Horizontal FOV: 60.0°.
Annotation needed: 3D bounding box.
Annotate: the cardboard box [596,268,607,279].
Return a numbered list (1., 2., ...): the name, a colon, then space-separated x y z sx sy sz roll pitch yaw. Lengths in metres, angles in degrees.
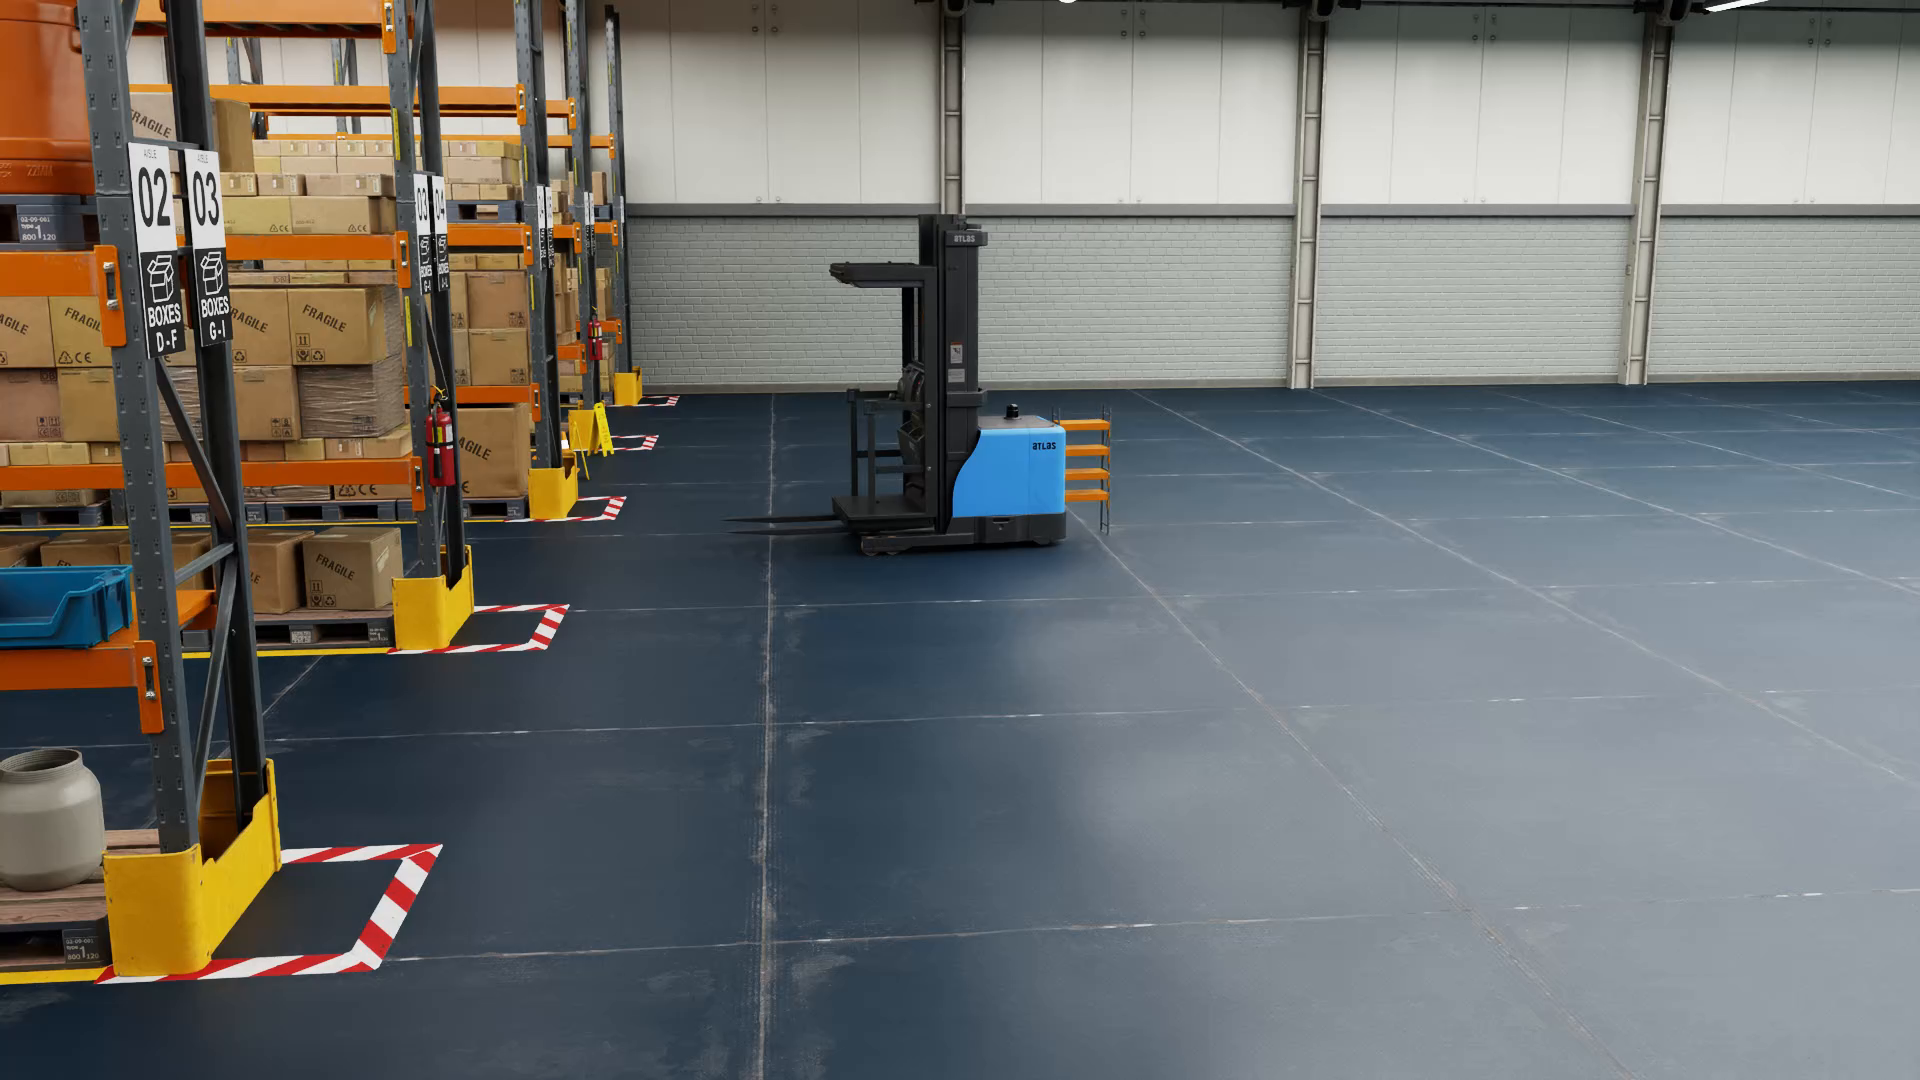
1. cardboard box: -5.637 -4.149 25.865 0.250 0.149 0.380 -1 11 -6

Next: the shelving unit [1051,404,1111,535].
1. shelving unit: 1.118 -0.644 15.416 0.503 1.200 0.258 -2 11 -12

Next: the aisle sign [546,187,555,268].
1. aisle sign: -4.090 -3.119 16.600 0.004 0.787 0.394 -1 11 -6

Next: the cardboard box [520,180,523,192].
1. cardboard box: -5.328 -4.410 20.712 0.250 0.149 0.380 -1 11 -5

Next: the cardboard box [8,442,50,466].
1. cardboard box: -6.184 -0.602 11.187 0.250 0.149 0.380 -1 11 -6

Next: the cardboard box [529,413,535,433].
1. cardboard box: -5.562 -1.519 21.242 0.500 0.250 0.500 -1 11 -6

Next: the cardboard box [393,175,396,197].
1. cardboard box: -3.992 -2.463 11.584 0.250 0.149 0.380 -1 11 -6

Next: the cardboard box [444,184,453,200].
1. cardboard box: -4.928 -3.305 15.815 0.250 0.149 0.380 -1 11 -5

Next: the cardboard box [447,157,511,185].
1. cardboard box: -4.585 -3.520 15.872 0.500 0.250 0.500 -1 11 -5

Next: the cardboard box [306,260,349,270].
1. cardboard box: -7.769 -3.308 20.677 0.500 0.500 0.700 -1 11 -6

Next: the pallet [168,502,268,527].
1. pallet: -7.341 -0.334 16.400 1.213 0.211 1.003 -1 11 -6

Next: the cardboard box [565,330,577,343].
1. cardboard box: -5.124 -2.641 21.558 0.250 0.149 0.380 -1 11 -6

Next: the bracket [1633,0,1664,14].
1. bracket: 11.428 -8.850 27.606 0.430 0.232 0.235 -1 11 -6

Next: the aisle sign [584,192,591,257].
1. aisle sign: -4.671 -3.953 20.841 0.004 0.787 0.394 -1 11 -6

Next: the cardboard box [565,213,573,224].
1. cardboard box: -5.128 -4.135 21.385 0.250 0.149 0.380 -1 11 -6

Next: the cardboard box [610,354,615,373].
1. cardboard box: -5.793 -2.816 26.539 0.500 0.250 0.500 -1 11 -5

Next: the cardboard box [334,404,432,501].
1. cardboard box: -5.670 -0.902 16.483 0.875 0.875 0.875 -1 11 -7

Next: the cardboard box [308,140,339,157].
1. cardboard box: -5.943 -3.675 15.630 0.250 0.149 0.380 -1 11 -6

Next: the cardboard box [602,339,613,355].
1. cardboard box: -5.801 -3.057 26.472 0.500 0.250 0.500 -1 11 -7

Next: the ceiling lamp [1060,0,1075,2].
1. ceiling lamp: 1.852 -8.894 22.032 0.800 3.185 2.000 -1 11 -6

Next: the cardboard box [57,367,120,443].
1. cardboard box: -5.727 -0.976 11.409 0.500 0.500 0.875 -1 11 -6

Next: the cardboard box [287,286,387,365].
1. cardboard box: -4.213 -1.458 11.267 0.500 0.500 0.500 -1 11 -6

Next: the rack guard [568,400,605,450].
1. rack guard: -4.839 -1.503 21.601 0.348 0.500 1.175 -1 11 -6

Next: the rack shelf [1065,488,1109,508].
1. rack shelf: 1.118 -0.383 15.467 0.480 0.148 0.258 -2 11 -12

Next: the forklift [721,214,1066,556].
1. forklift: -0.616 -1.412 14.836 3.031 2.935 1.130 -2 11 -12

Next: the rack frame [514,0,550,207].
1. rack frame: -4.128 -4.728 15.971 0.127 3.000 1.000 -1 11 -6

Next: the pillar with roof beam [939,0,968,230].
1. pillar with roof beam: 0.337 -6.085 22.873 0.548 9.000 9.100 -1 11 -6

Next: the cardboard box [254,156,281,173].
1. cardboard box: -6.586 -3.478 15.660 0.500 0.250 0.500 -1 11 -7

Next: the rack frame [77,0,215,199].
1. rack frame: -3.158 -2.825 6.291 0.127 3.000 1.000 -1 11 -6

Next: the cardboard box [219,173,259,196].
1. cardboard box: -4.714 -2.340 10.955 0.250 0.149 0.380 -1 11 -6

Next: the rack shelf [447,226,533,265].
1. rack shelf: -6.117 -2.861 16.118 4.000 0.370 1.077 -1 11 -6

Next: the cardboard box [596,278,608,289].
1. cardboard box: -5.618 -3.990 25.827 0.250 0.149 0.380 -1 11 -5

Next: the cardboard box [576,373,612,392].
1. cardboard box: -5.736 -2.470 26.076 0.500 0.250 0.500 -1 11 -6

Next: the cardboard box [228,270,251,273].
1. cardboard box: -7.200 -2.339 16.185 0.550 0.550 0.875 -1 11 -6

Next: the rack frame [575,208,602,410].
1. rack frame: -4.763 -2.731 21.368 0.127 3.000 1.000 -1 11 -6

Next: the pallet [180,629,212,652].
1. pallet: -5.790 0.574 11.784 1.213 0.211 1.003 -1 11 -6

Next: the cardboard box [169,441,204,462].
1. cardboard box: -5.195 -0.633 11.345 0.250 0.149 0.380 -1 11 -6

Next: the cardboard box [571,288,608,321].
1. cardboard box: -5.764 -3.672 25.892 0.500 0.500 0.500 -1 11 -7

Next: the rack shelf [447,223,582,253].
1. rack shelf: -6.752 -3.809 20.936 4.000 0.370 1.077 -1 11 -6

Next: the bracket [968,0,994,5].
1. bracket: 0.323 -8.617 26.423 0.430 0.232 0.235 -1 11 -6

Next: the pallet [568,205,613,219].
1. pallet: -6.009 -5.102 25.879 1.213 0.211 1.003 -1 11 -6

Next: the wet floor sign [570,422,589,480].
1. wet floor sign: -4.313 -1.009 18.712 0.232 0.644 0.267 -3 12 -16

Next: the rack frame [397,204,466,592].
1. rack frame: -3.693 -0.831 11.701 0.127 3.000 1.000 -1 11 -6

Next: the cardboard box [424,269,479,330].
1. cardboard box: -5.038 -2.358 16.282 0.550 0.550 0.875 -1 11 -6

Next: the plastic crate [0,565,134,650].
1. plastic crate: -3.624 0.260 6.539 0.616 0.251 0.499 -1 11 -6

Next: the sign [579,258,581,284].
1. sign: -4.723 -3.348 20.682 0.005 0.325 0.100 -1 11 -6

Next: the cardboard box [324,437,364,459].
1. cardboard box: -4.203 -0.657 11.468 0.250 0.149 0.380 -1 11 -6

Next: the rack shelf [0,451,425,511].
1. rack shelf: -5.682 -0.436 11.559 4.000 0.370 1.077 -1 11 -6

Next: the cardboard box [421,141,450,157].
1. cardboard box: -4.930 -3.697 15.739 0.250 0.149 0.380 -1 11 -5

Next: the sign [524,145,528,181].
1. sign: -4.084 -3.547 15.652 0.005 0.325 0.100 -1 11 -6

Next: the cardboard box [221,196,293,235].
1. cardboard box: -4.641 -2.160 11.072 0.500 0.250 0.500 -1 11 -6

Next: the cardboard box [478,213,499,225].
1. cardboard box: -5.859 -4.016 20.777 0.250 0.149 0.380 -1 11 -6

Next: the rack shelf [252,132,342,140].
1. rack shelf: -11.268 -5.953 25.103 4.000 0.370 1.077 -1 11 -6

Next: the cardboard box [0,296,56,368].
1. cardboard box: -6.201 -1.415 11.049 0.500 0.500 0.500 -1 11 -6

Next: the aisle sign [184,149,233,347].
1. aisle sign: -3.118 -1.214 6.912 0.004 0.787 0.394 -1 11 -6

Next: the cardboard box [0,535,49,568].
1. cardboard box: -6.699 0.259 11.549 0.500 0.500 0.500 2 11 12

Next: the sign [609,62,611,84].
1. sign: -5.259 -7.020 25.002 0.005 0.325 0.100 -1 11 -6

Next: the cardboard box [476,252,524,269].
1. cardboard box: -5.752 -3.355 20.920 0.500 0.500 0.700 -1 11 -6

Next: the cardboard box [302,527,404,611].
1. cardboard box: -4.316 0.199 11.852 0.500 0.500 0.500 1 11 4
